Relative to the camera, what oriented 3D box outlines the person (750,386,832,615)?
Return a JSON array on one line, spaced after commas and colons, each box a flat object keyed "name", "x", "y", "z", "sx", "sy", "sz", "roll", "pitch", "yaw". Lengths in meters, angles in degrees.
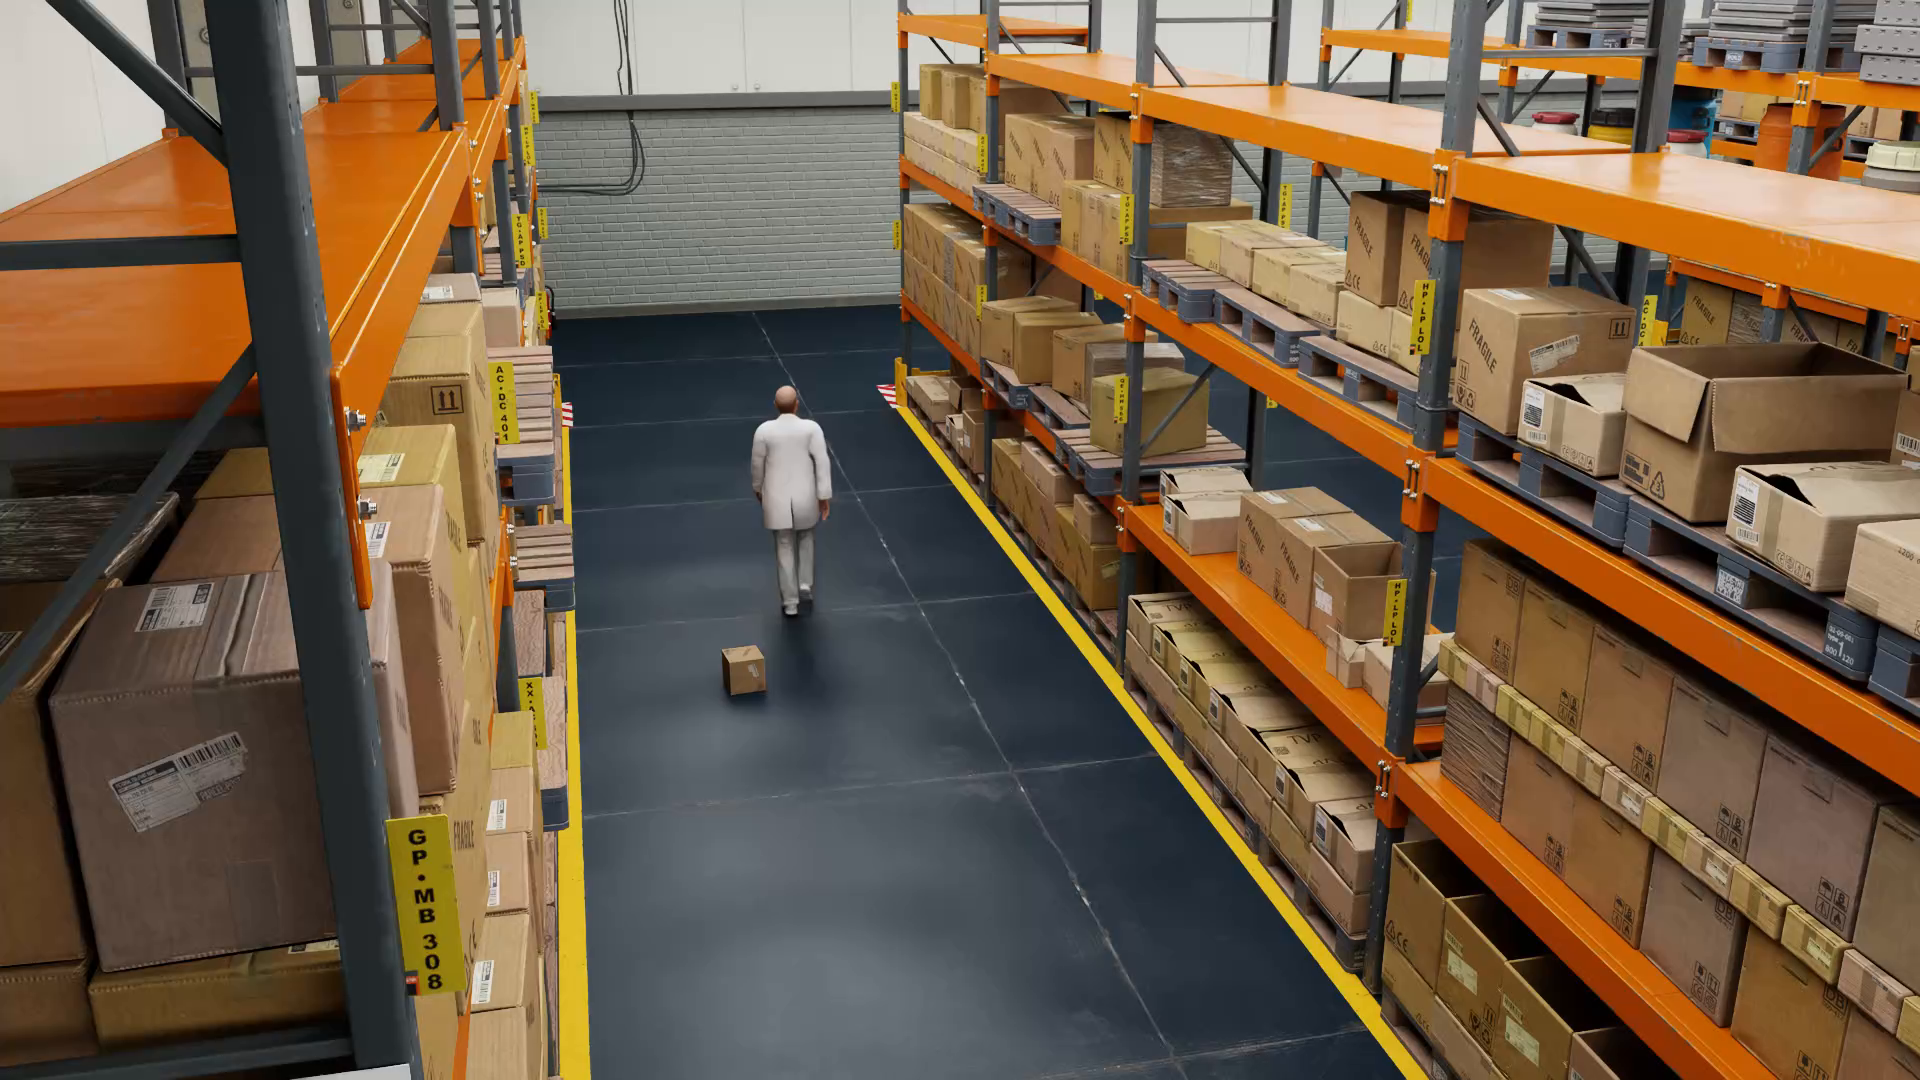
[{"name": "person", "x": -1.316, "y": -0.190, "z": 13.049, "sx": 0.616, "sy": 1.651, "sz": 0.666, "roll": -3, "pitch": 20, "yaw": -8}]
